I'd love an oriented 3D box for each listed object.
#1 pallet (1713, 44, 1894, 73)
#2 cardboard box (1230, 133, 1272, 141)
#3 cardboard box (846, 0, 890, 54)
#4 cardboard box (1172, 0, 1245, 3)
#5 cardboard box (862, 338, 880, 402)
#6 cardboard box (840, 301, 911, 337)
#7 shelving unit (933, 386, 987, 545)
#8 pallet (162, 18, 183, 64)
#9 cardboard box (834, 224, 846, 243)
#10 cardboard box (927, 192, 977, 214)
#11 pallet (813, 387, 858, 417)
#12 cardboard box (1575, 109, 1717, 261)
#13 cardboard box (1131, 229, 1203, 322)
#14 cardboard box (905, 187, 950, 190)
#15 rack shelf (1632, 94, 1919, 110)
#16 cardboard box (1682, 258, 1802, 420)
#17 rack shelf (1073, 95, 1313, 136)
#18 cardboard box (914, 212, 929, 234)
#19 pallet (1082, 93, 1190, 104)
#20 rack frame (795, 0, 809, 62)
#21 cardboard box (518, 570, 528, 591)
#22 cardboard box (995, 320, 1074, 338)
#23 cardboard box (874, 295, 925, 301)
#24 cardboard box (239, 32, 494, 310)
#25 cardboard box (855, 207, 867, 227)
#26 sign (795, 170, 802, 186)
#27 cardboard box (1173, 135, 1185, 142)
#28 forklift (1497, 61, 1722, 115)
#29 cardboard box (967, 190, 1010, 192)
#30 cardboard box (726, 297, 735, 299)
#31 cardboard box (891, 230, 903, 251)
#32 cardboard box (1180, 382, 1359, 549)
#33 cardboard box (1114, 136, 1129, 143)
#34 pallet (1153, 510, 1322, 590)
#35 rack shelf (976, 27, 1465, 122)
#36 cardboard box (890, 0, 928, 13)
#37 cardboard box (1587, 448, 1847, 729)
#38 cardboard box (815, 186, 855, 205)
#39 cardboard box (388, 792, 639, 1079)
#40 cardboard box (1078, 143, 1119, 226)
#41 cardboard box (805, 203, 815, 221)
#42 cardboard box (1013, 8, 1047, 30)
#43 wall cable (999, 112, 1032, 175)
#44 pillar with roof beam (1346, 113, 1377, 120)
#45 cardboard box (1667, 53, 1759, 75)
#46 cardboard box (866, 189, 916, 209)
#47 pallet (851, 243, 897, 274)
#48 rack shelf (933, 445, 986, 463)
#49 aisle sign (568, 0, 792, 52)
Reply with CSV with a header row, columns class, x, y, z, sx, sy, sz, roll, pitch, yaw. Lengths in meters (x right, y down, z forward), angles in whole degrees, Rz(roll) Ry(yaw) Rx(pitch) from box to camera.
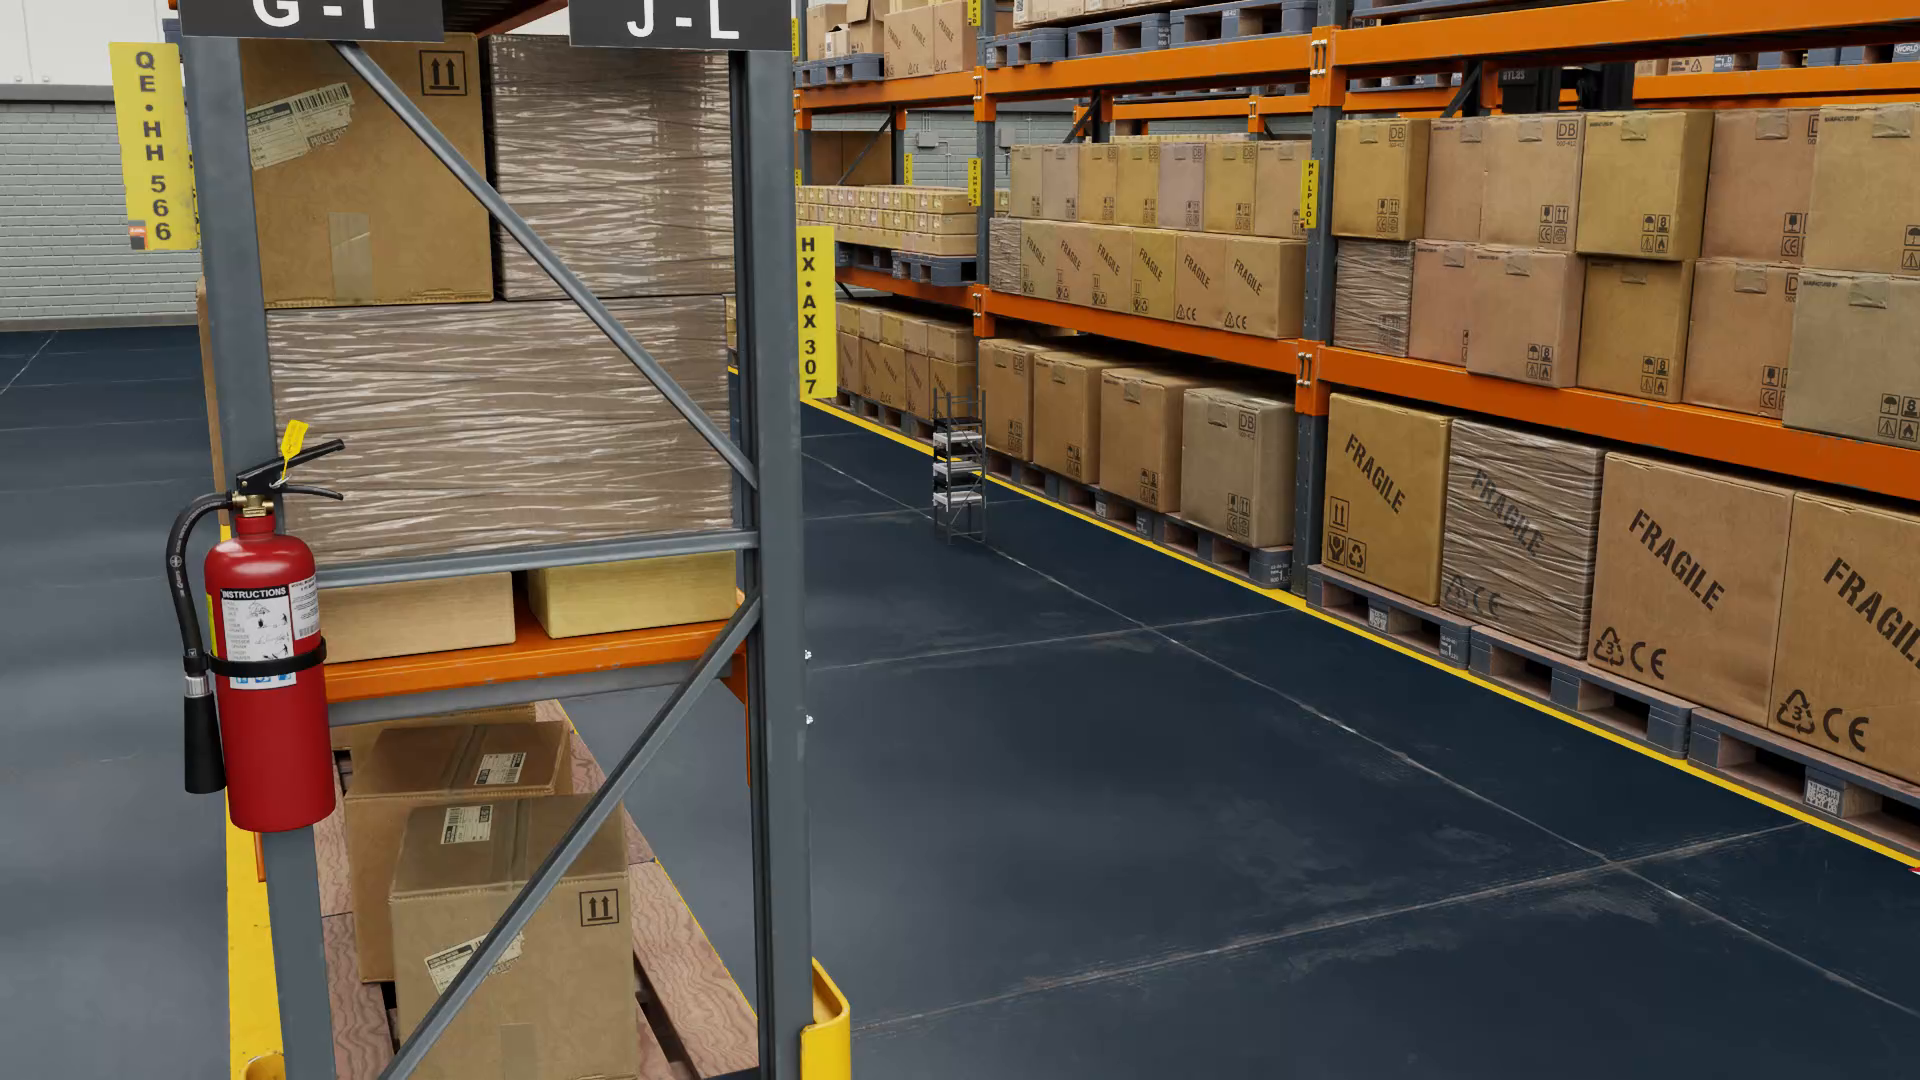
class,x,y,z,sx,sy,sz,roll,pitch,yaw
pallet,6.128,-3.403,11.684,1.213,0.211,1.003,-6,14,-23
cardboard box,3.077,-4.221,17.578,0.380,0.149,0.250,-6,14,-24
cardboard box,-0.505,-4.252,13.776,0.797,0.503,0.637,-6,14,-24
cardboard box,1.505,-3.091,9.098,0.500,0.250,0.500,-6,14,-23
cardboard box,-0.515,-1.461,14.140,0.500,0.500,0.500,-5,14,-22
cardboard box,-0.734,-1.932,14.516,0.500,0.250,0.500,-5,14,-21
shelving unit,-0.003,-0.440,9.776,0.258,0.900,0.210,-6,14,-23
pallet,-4.293,-3.111,10.424,1.213,0.211,1.003,-5,14,-20
cardboard box,-0.852,-2.613,14.131,0.380,0.149,0.250,-6,14,-25
cardboard box,-0.018,-2.472,12.205,0.380,0.149,0.250,-6,14,-25
pallet,-0.690,-1.347,15.223,1.003,0.211,1.213,-6,14,-23
cardboard box,2.954,-1.398,6.529,0.875,0.550,0.500,-6,14,-23
cardboard box,1.342,-1.555,9.714,0.500,0.500,0.500,-5,14,-22
cardboard box,-0.253,-2.959,14.309,0.380,0.149,0.250,-6,14,-25
rack shelf,8.839,-4.481,17.523,1.077,0.370,4.000,-6,14,-23
cardboard box,3.264,-0.772,6.219,0.875,0.550,0.550,-6,14,-23
rack shelf,2.690,-4.859,19.153,1.077,0.370,4.000,-6,14,-23
cardboard box,-0.125,-2.383,12.481,0.380,0.149,0.250,-5,14,-21
pallet,2.196,-5.427,20.209,1.003,0.211,1.213,-6,14,-23
rack frame,-1.004,-5.789,14.926,1.000,3.000,0.127,-6,14,-23
cardboard box,-0.760,0.028,3.652,0.380,0.149,0.250,-6,14,-23
cardboard box,0.544,-1.557,12.892,0.500,0.250,0.500,-6,14,-26
cardboard box,-0.474,-2.088,15.187,0.500,0.250,0.500,-6,14,-24
cardboard box,-1.228,-0.732,3.282,0.500,0.500,0.500,-6,14,-23
cardboard box,-0.639,-2.648,13.624,0.380,0.149,0.250,-6,14,-24
sign,-1.498,-3.238,15.287,0.100,0.325,0.005,-6,14,-23
cardboard box,2.622,-4.491,18.744,0.380,0.149,0.250,-6,14,-24
forklift,4.248,-1.703,10.727,1.130,2.935,3.031,-7,15,-29
cardboard box,0.281,-2.686,13.130,0.380,0.149,0.250,-6,14,-25
cardboard box,-2.707,-2.660,18.780,0.380,0.149,0.250,-6,14,-26
cardboard box,-0.318,-2.339,12.950,0.380,0.149,0.250,-6,14,-24
cardboard box,1.870,-0.442,9.187,1.050,0.750,0.750,-6,14,-23
cardboard box,2.069,-4.750,19.863,0.380,0.149,0.250,-6,14,-25
pallet,1.823,-0.008,9.435,1.003,0.211,1.213,-6,14,-23
rack shelf,1.400,-2.738,9.990,1.077,0.370,4.000,-6,14,-23
cardboard box,-0.335,-4.247,12.996,0.396,0.266,0.258,-6,14,-23
cardboard box,3.117,0.127,6.447,0.875,0.875,0.875,-6,14,-24
cardboard box,-1.050,-3.005,14.509,0.380,0.149,0.250,-5,14,-22
cardboard box,-1.017,0.922,3.844,0.500,0.500,0.500,-3,13,-13
cardboard box,1.181,-2.272,10.596,0.700,0.500,0.500,-6,14,-24
cardboard box,-1.162,-2.917,14.789,0.380,0.149,0.250,-6,14,-24
cardboard box,0.586,-3.549,11.303,0.380,0.149,0.250,-6,14,-25
wall cable,0.904,-5.949,26.669,0.588,1.984,0.122,-6,14,-23
pillar with roof beam,2.237,-7.782,23.538,9.100,9.000,0.400,-6,14,-23
cardboard box,5.731,-3.707,12.354,0.797,0.503,0.637,-6,14,-23
cardboard box,-0.534,-2.739,13.360,0.380,0.149,0.250,-5,14,-20
pallet,-0.232,-2.352,13.805,1.003,0.211,1.213,-6,14,-23
rack shelf,-0.003,-0.495,9.763,0.258,0.077,0.200,-6,14,-23
aisle sign,-0.482,-1.241,2.814,0.394,0.787,0.004,-6,14,-23
